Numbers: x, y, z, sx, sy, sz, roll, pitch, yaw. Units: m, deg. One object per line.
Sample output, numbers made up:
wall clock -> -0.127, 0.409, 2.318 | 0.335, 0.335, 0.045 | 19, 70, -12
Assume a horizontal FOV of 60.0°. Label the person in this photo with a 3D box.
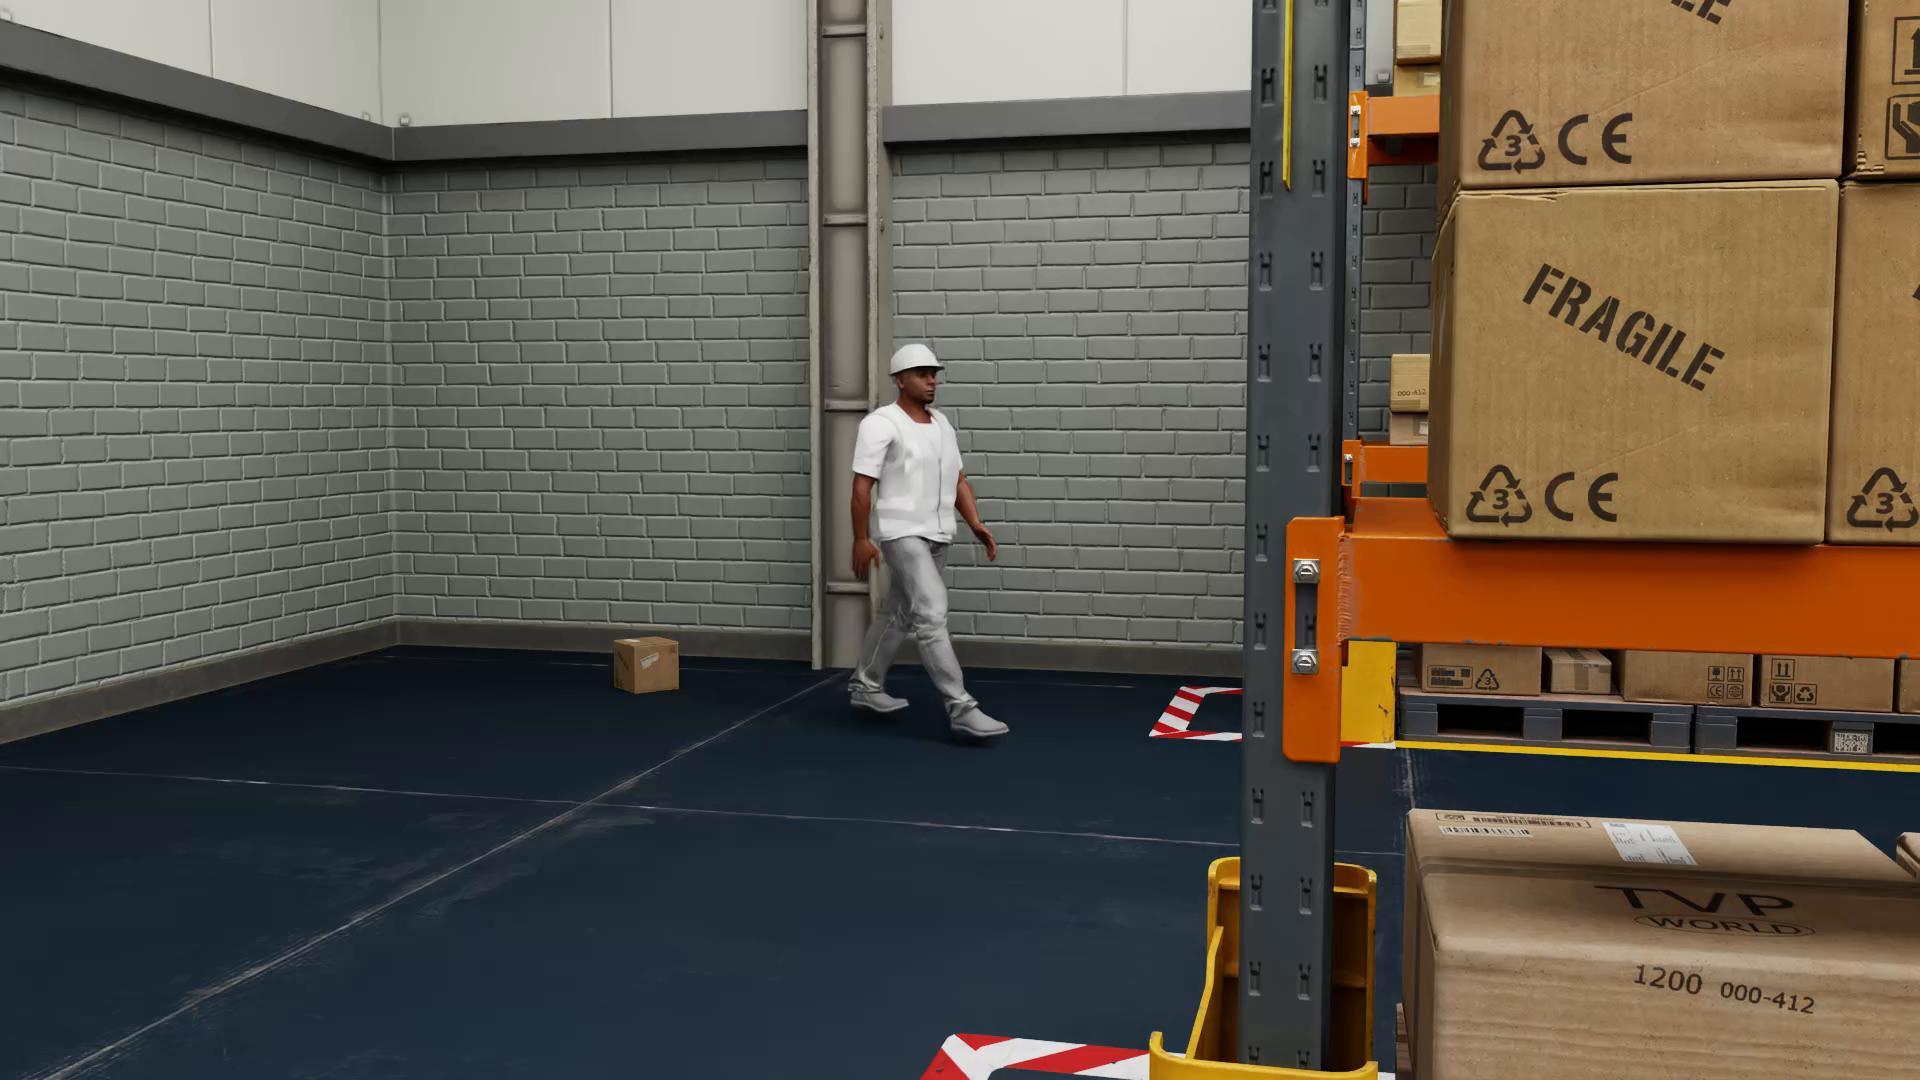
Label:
person -> -0.128, -0.029, 7.491 | 1.025, 1.705, 0.582 | 4, 6, 37
